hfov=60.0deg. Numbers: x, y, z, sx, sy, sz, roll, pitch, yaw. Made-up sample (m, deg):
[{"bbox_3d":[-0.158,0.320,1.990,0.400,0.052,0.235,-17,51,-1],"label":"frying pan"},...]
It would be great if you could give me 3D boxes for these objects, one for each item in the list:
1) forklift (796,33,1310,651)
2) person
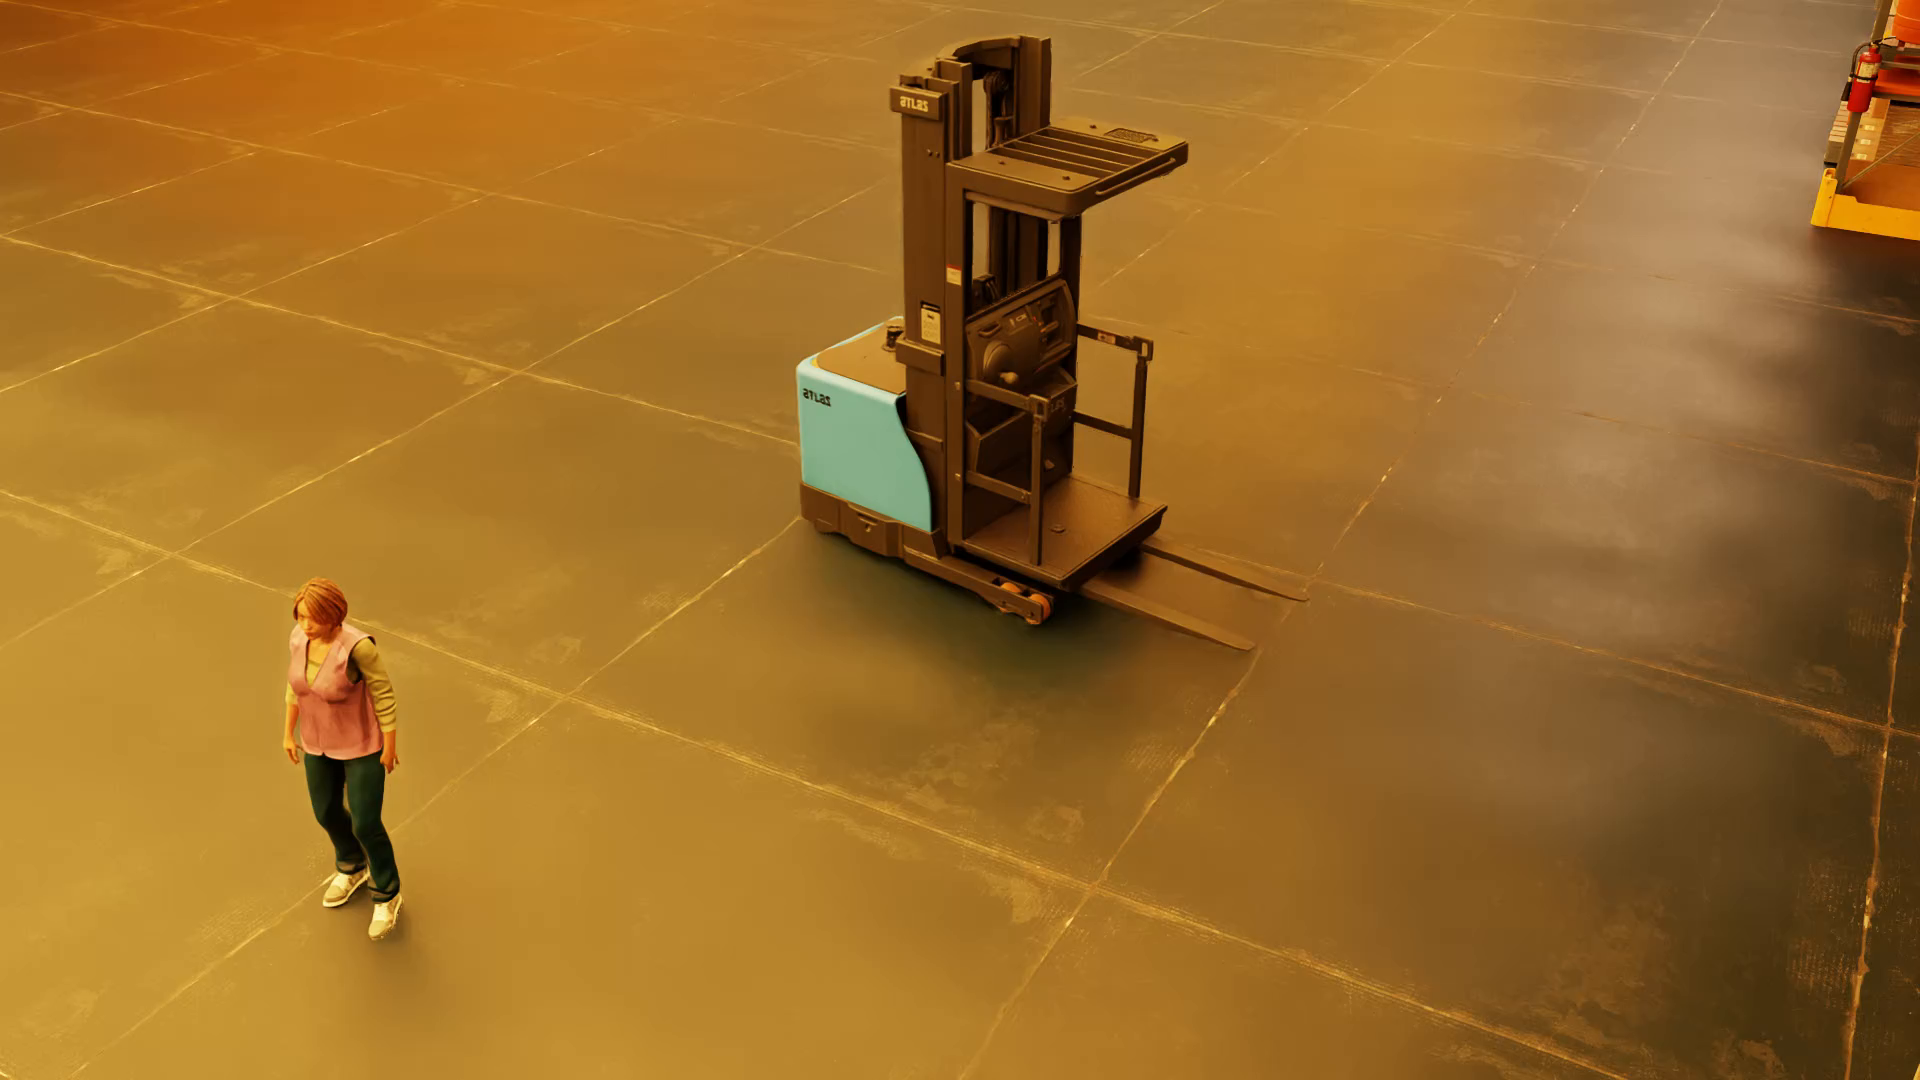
[{"bbox_3d":[0.504,-1.102,8.980,3.031,2.935,1.130,21,36,32],"label":"forklift"},{"bbox_3d":[-2.583,0.894,6.888,0.492,1.620,0.425,10,31,16],"label":"person"}]
